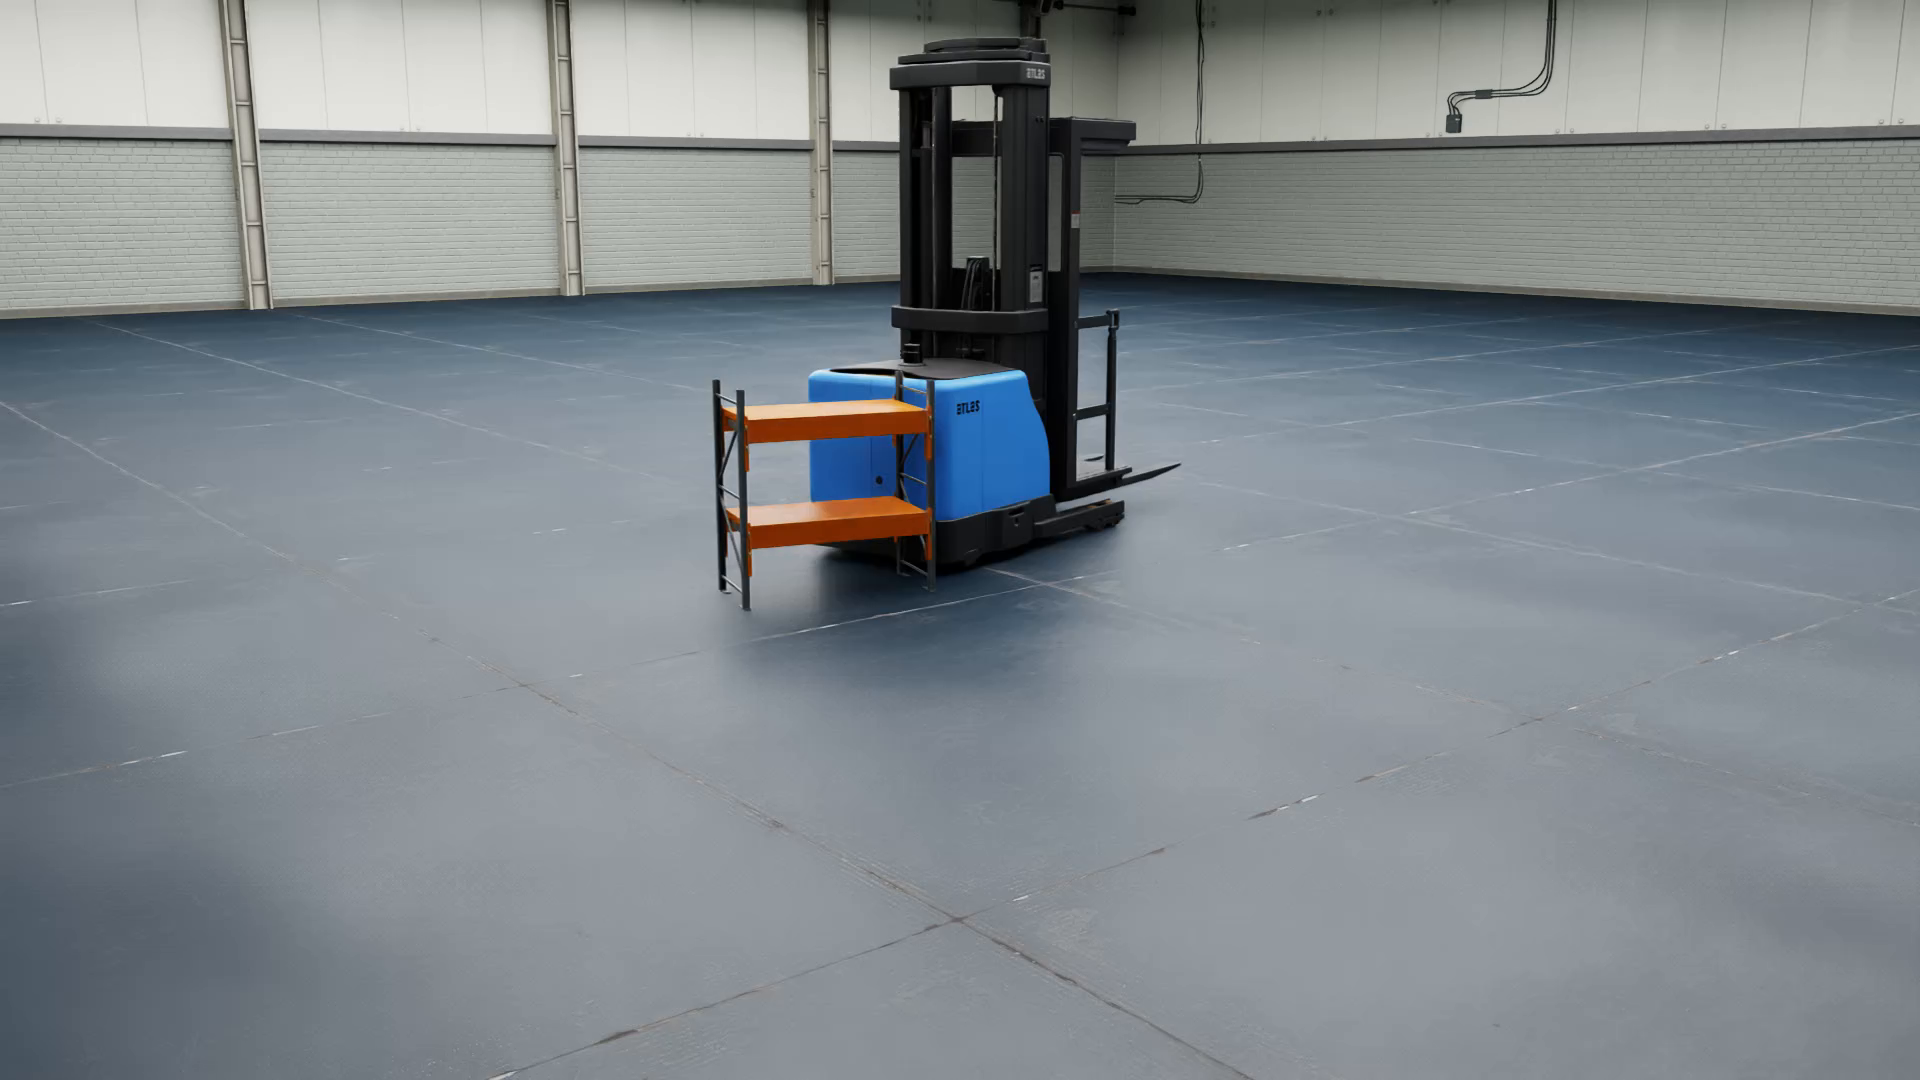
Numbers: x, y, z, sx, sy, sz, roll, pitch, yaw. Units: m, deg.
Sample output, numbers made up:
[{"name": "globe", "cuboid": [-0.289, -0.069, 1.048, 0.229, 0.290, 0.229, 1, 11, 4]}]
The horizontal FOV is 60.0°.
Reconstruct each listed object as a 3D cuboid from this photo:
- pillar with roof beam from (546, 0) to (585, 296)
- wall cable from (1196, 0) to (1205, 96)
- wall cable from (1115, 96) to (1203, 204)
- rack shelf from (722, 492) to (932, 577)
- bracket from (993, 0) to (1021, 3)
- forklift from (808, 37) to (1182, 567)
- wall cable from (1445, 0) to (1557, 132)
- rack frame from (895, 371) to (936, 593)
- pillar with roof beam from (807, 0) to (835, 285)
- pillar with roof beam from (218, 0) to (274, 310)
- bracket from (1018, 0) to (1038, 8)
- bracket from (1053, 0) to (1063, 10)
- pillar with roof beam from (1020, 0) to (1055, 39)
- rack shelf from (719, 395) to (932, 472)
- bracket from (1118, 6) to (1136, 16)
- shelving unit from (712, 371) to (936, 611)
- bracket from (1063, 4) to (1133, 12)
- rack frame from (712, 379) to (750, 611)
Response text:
[{"name": "pillar with roof beam", "cuboid": [-5.015, -8.575, 28.849, 0.400, 9.000, 9.100, -9, 15, -38]}, {"name": "wall cable", "cuboid": [6.483, -11.511, 37.992, 0.112, 2.526, 3.097, -9, 15, -38]}, {"name": "wall cable", "cuboid": [4.793, -9.480, 40.583, 0.112, 2.526, 3.097, -9, 15, -38]}, {"name": "rack shelf", "cuboid": [-0.709, -0.040, 8.784, 1.000, 0.278, 0.538, -5, 13, -23]}, {"name": "bracket", "cuboid": [-0.448, -12.146, 36.997, 4.783, 0.066, 0.076, -9, 15, -38]}, {"name": "forklift", "cuboid": [0.389, -1.540, 10.326, 1.130, 2.935, 3.031, 9, 15, 35]}, {"name": "wall cable", "cuboid": [10.711, -11.120, 32.646, 0.169, 6.003, 2.305, -9, 15, -38]}, {"name": "rack frame", "cuboid": [-0.241, -0.320, 8.929, 0.032, 1.125, 0.500, -5, 13, -23]}, {"name": "pillar with roof beam", "cuboid": [-0.329, -9.354, 32.515, 0.548, 9.000, 9.100, -9, 15, -38]}, {"name": "pillar with roof beam", "cuboid": [-9.700, -7.797, 25.182, 0.400, 9.000, 9.100, -9, 15, -38]}, {"name": "bracket", "cuboid": [1.564, -12.480, 38.571, 0.430, 0.232, 0.235, -9, 15, -38]}, {"name": "bracket", "cuboid": [2.212, -12.588, 39.079, 0.430, 0.232, 0.235, -9, 15, -38]}, {"name": "pillar with roof beam", "cuboid": [4.356, -10.132, 36.182, 0.548, 9.000, 9.100, -9, 15, -38]}, {"name": "rack shelf", "cuboid": [-0.709, -0.565, 8.673, 1.000, 0.278, 0.538, -5, 13, -23]}, {"name": "bracket", "cuboid": [4.063, -12.895, 40.527, 0.430, 0.232, 0.235, -9, 15, -38]}, {"name": "shelving unit", "cuboid": [-0.709, -0.279, 8.733, 1.048, 1.125, 0.538, -5, 13, -23]}, {"name": "bracket", "cuboid": [3.602, -12.819, 40.166, 3.189, 0.066, 0.076, -9, 15, -38]}, {"name": "rack frame", "cuboid": [-1.176, -0.237, 8.538, 0.032, 1.125, 0.500, -5, 13, -23]}]
